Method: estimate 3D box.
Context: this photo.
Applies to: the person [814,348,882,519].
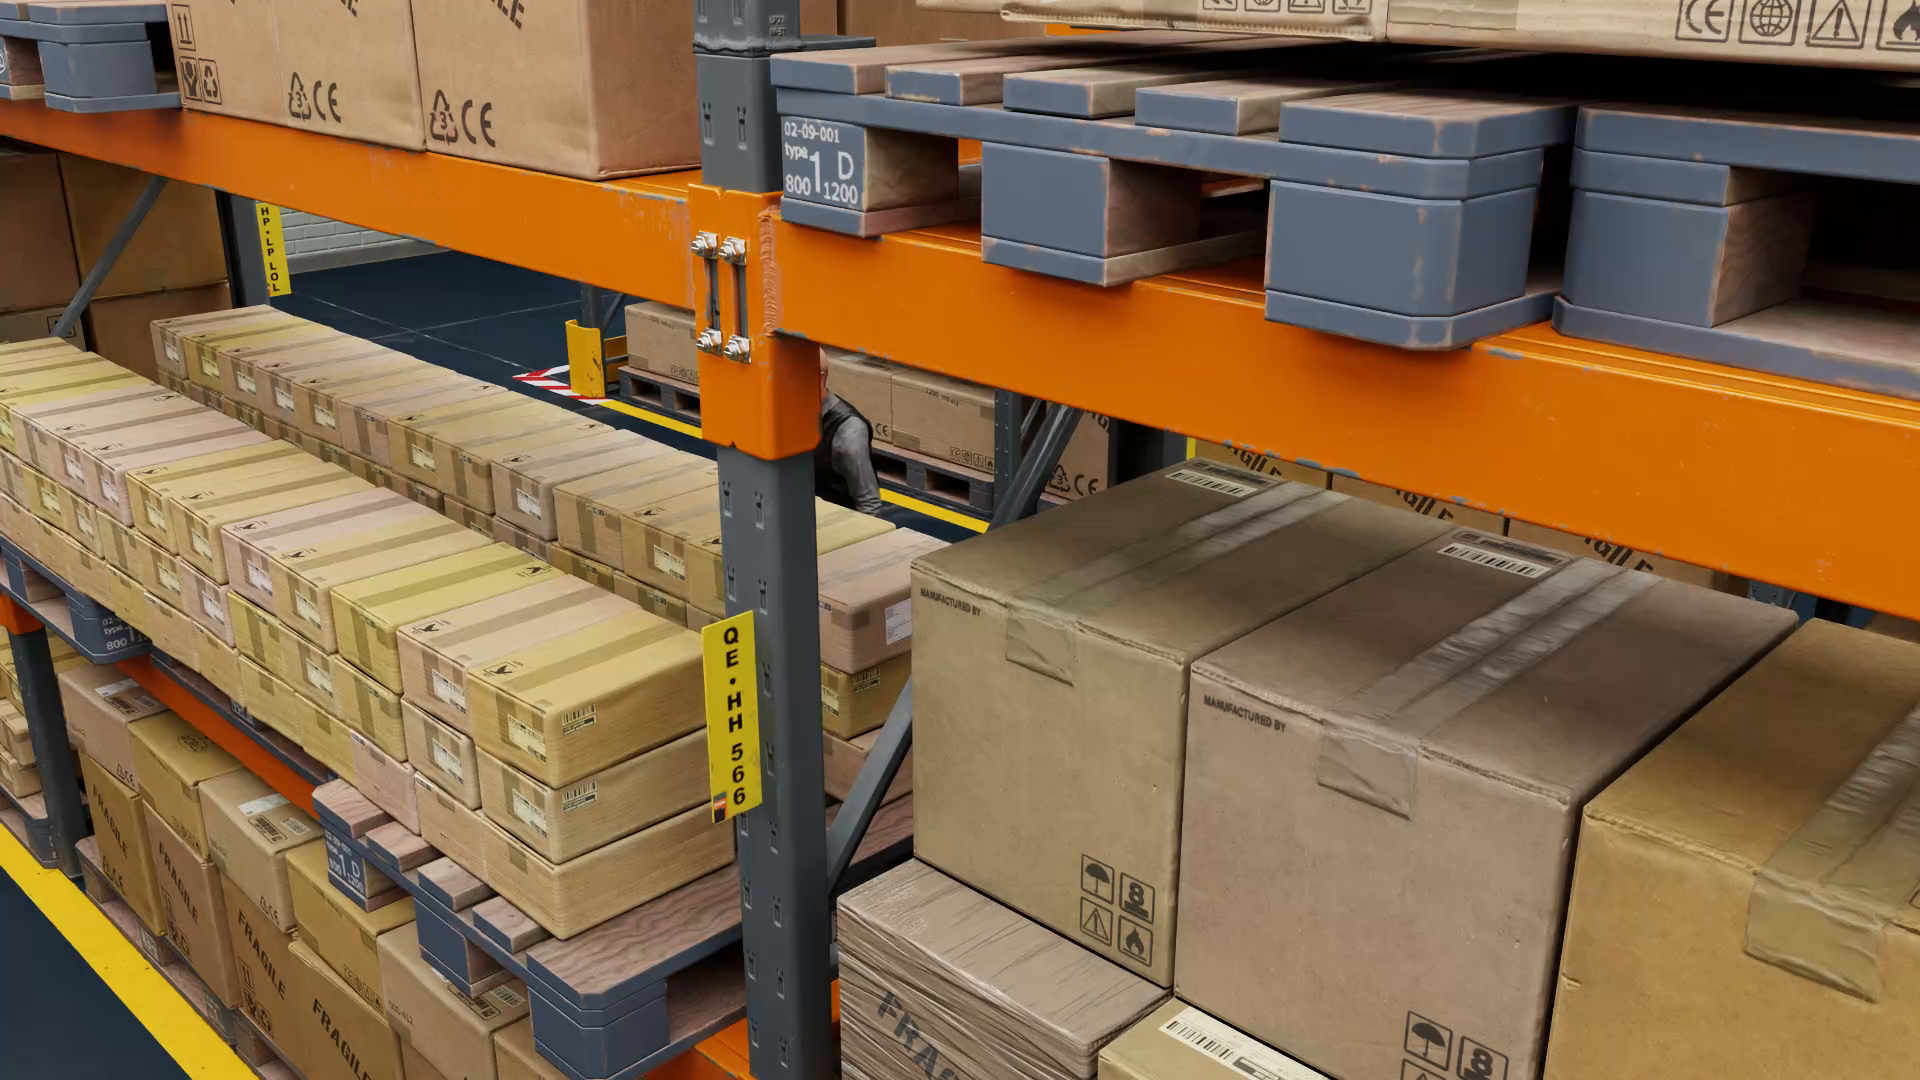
[{"bbox_3d":[-0.533,0.054,6.466,0.582,1.721,0.412,18,27,40],"label":"person"}]
